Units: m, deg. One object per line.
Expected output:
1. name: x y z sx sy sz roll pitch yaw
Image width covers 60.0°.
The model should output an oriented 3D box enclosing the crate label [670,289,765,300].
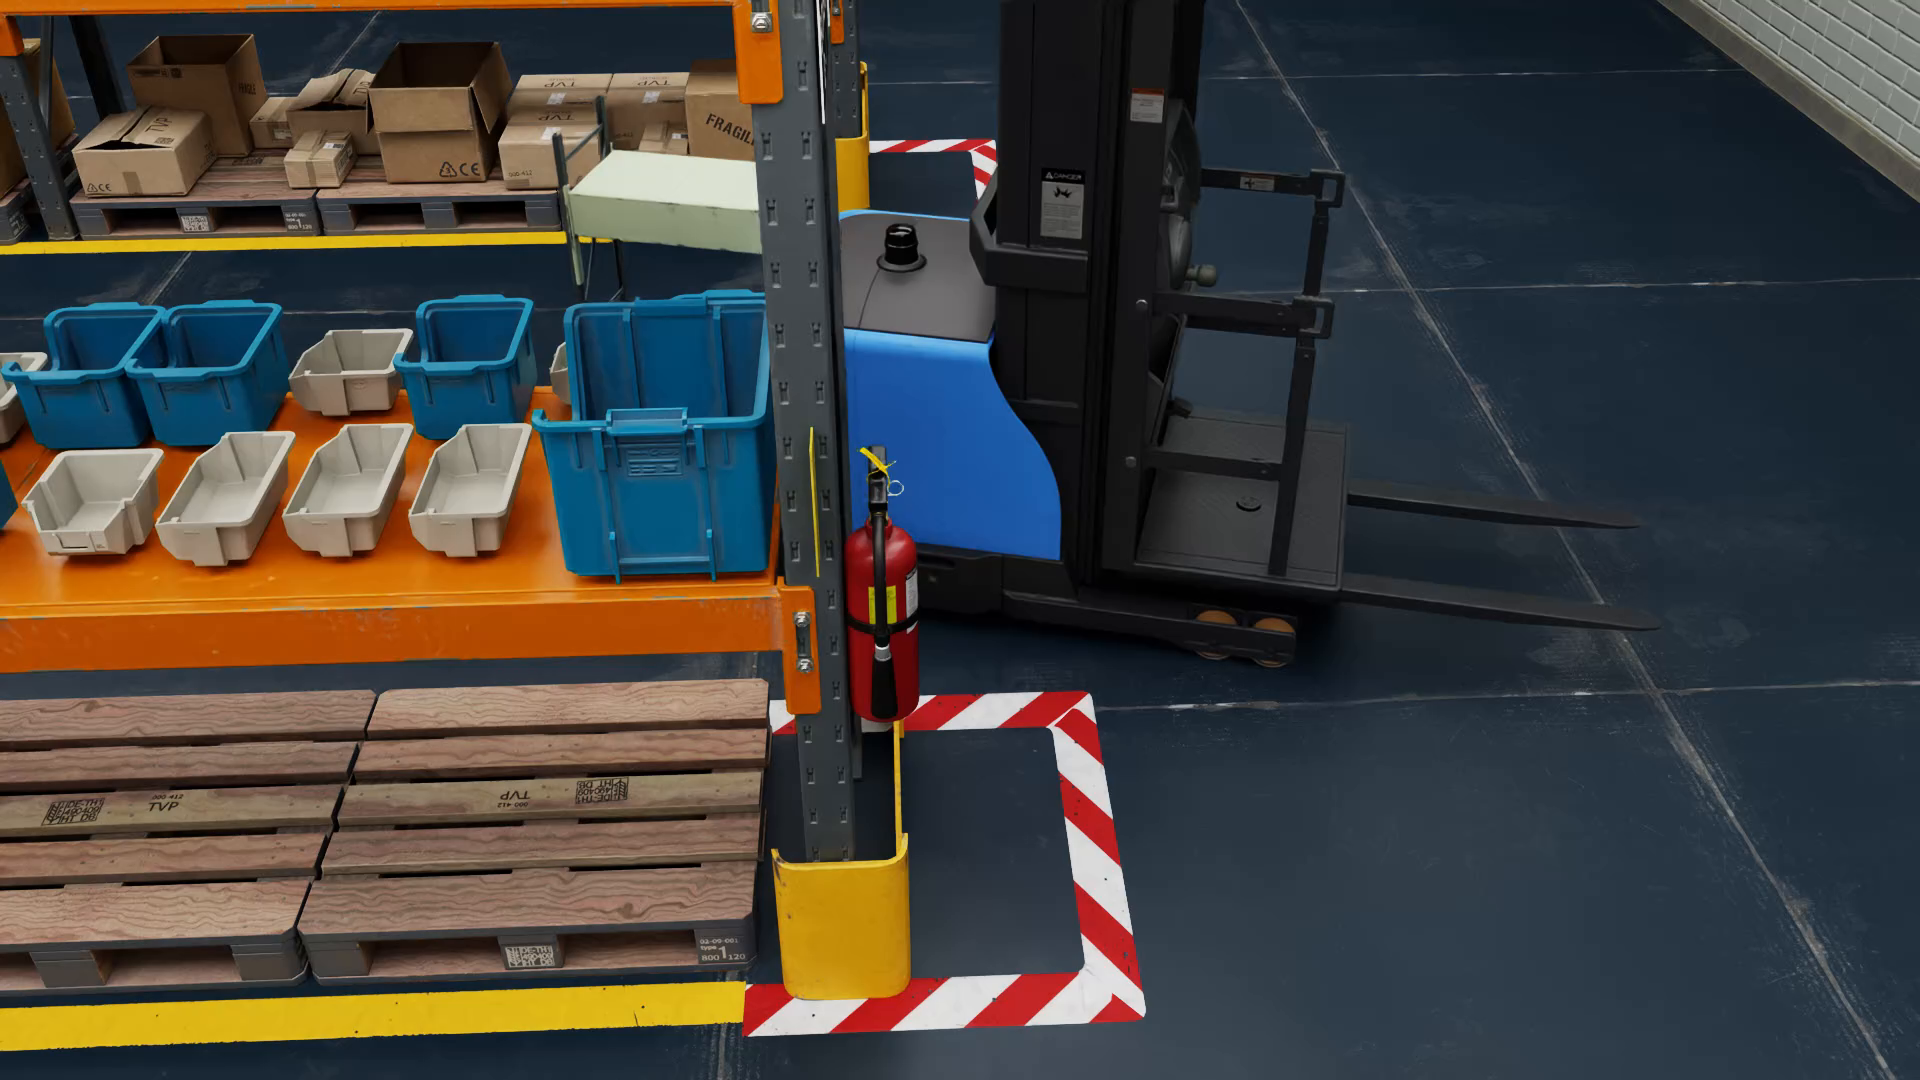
1. crate label: -0.617 -0.461 4.374 0.303 0.233 0.416 -2 35 -2

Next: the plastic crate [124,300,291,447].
1. plastic crate: -1.932 -0.425 4.323 0.300 0.233 0.416 -2 35 -2

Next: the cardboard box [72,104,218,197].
1. cardboard box: -4.152 -1.996 8.474 0.500 0.311 0.500 -2 35 -2

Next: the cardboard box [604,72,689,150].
1. cardboard box: -1.642 -2.324 9.001 0.500 0.250 0.500 -2 35 -2

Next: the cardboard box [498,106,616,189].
1. cardboard box: -2.067 -2.027 8.573 0.500 0.250 0.500 -2 35 -2

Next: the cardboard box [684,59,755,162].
1. cardboard box: -1.117 -2.139 8.514 0.500 0.500 0.500 -2 35 -2

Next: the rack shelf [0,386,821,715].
1. rack shelf: -2.353 0.025 4.210 4.000 0.370 1.077 -2 35 -2

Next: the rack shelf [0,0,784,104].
1. rack shelf: -2.353 -1.208 3.356 4.000 0.370 1.077 -2 35 -2

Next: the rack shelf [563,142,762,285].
1. rack shelf: -0.958 -1.124 5.870 0.720 0.370 0.431 7 35 10

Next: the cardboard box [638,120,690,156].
1. cardboard box: -1.526 -2.042 8.667 0.250 0.166 0.380 -2 35 -2

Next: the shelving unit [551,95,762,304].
1. shelving unit: -0.958 -0.803 6.092 0.755 1.500 0.431 7 35 10

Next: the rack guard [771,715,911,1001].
1. rack guard: -0.331 0.695 4.806 0.348 0.500 1.175 -2 35 -2

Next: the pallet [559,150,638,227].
1. pallet: -1.458 -1.969 8.910 1.213 0.211 1.003 -2 35 -2

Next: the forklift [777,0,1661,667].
1. forklift: 0.889 -1.107 5.274 3.031 2.935 1.130 7 35 10

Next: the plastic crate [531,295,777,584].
1. plastic crate: -0.680 -0.248 3.889 0.499 0.435 0.616 -2 35 -2

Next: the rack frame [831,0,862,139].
1. rack frame: -0.586 -3.140 8.152 0.127 3.000 1.000 -2 35 -2

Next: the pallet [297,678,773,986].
1. pallet: -1.180 0.822 4.876 1.213 0.211 1.003 -2 35 -2

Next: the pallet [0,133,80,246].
1. pallet: -5.392 -1.842 8.727 1.213 0.211 1.003 -2 35 -2

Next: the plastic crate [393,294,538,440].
1. plastic crate: -1.275 -0.443 4.349 0.300 0.233 0.416 -2 35 -2

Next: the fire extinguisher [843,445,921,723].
1. fire extinguisher: -0.183 0.115 3.844 0.183 0.674 0.296 -2 35 -2

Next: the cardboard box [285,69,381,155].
1. cardboard box: -3.276 -2.305 8.920 0.500 0.311 0.500 -2 35 -2

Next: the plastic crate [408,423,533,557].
1. plastic crate: -1.161 -0.116 3.960 0.243 0.136 0.396 -2 35 -2

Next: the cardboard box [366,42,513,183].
1. cardboard box: -2.705 -2.240 8.658 0.637 0.503 0.797 -2 35 -2

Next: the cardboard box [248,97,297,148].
1. cardboard box: -3.654 -2.262 9.001 0.250 0.149 0.380 -2 35 -2

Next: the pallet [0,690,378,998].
1. pallet: -2.396 0.854 4.831 1.213 0.211 1.003 -2 35 -2

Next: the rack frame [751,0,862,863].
1. rack frame: -0.355 -0.324 4.083 0.127 3.000 1.000 -2 35 -2

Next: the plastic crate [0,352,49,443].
1. plastic crate: -2.625 -0.351 4.300 0.466 0.136 0.293 -2 35 -2

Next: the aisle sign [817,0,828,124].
1. aisle sign: -0.269 -1.229 3.105 0.004 0.787 0.394 -2 35 -2

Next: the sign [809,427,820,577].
1. sign: -0.313 -0.079 3.585 0.005 0.325 0.100 -2 35 -2

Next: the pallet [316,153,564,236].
1. pallet: -2.673 -1.938 8.865 1.213 0.211 1.003 -2 35 -2

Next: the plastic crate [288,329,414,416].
1. plastic crate: -1.619 -0.441 4.431 0.298 0.136 0.250 -2 35 -2

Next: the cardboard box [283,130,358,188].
1. cardboard box: -3.288 -1.966 8.557 0.250 0.166 0.380 -2 35 -2

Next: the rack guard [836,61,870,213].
1. rack guard: -0.661 -2.110 8.860 0.348 0.500 1.175 -2 35 -2

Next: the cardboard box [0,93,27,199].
1. cardboard box: -5.060 -2.009 8.327 0.500 0.500 0.500 -2 35 -2

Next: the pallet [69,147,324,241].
1. pallet: -3.895 -1.904 8.815 1.213 0.211 1.003 -2 35 -2

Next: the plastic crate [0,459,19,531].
1. plastic crate: -2.394 -0.079 3.823 0.300 0.233 0.416 -2 35 -2

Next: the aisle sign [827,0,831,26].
1. aisle sign: -0.297 -1.564 3.590 0.004 0.787 0.394 -2 35 -2

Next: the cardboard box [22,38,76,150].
1. cardboard box: -5.076 -2.311 8.763 0.500 0.500 0.500 -3 35 -4

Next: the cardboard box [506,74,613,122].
1. cardboard box: -2.141 -2.310 8.982 0.500 0.250 0.500 -2 35 -2

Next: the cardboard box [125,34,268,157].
1. cardboard box: -4.025 -2.362 8.837 0.500 0.500 0.500 -2 35 -2

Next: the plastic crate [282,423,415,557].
1. plastic crate: -1.451 -0.116 3.961 0.243 0.136 0.396 -2 35 -2

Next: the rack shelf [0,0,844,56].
1. rack shelf: -2.583 -2.790 8.278 4.000 0.370 1.077 -2 35 -2

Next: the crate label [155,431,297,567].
1. crate label: -1.728 -0.095 3.930 0.243 0.136 0.396 -2 35 -2

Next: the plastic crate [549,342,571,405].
1. plastic crate: -0.941 -0.460 4.457 0.298 0.136 0.250 -2 35 -2

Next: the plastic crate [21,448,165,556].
1. plastic crate: -2.023 -0.076 3.903 0.250 0.136 0.298 -2 35 -2

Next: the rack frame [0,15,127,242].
1. rack frame: -4.581 -3.032 7.996 0.127 3.000 1.000 -2 35 -2

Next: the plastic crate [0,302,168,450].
1. plastic crate: -2.232 -0.417 4.311 0.300 0.233 0.416 -2 35 -2

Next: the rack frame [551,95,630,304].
1. rack frame: -1.316 -0.848 6.158 0.023 1.500 0.400 7 35 10
